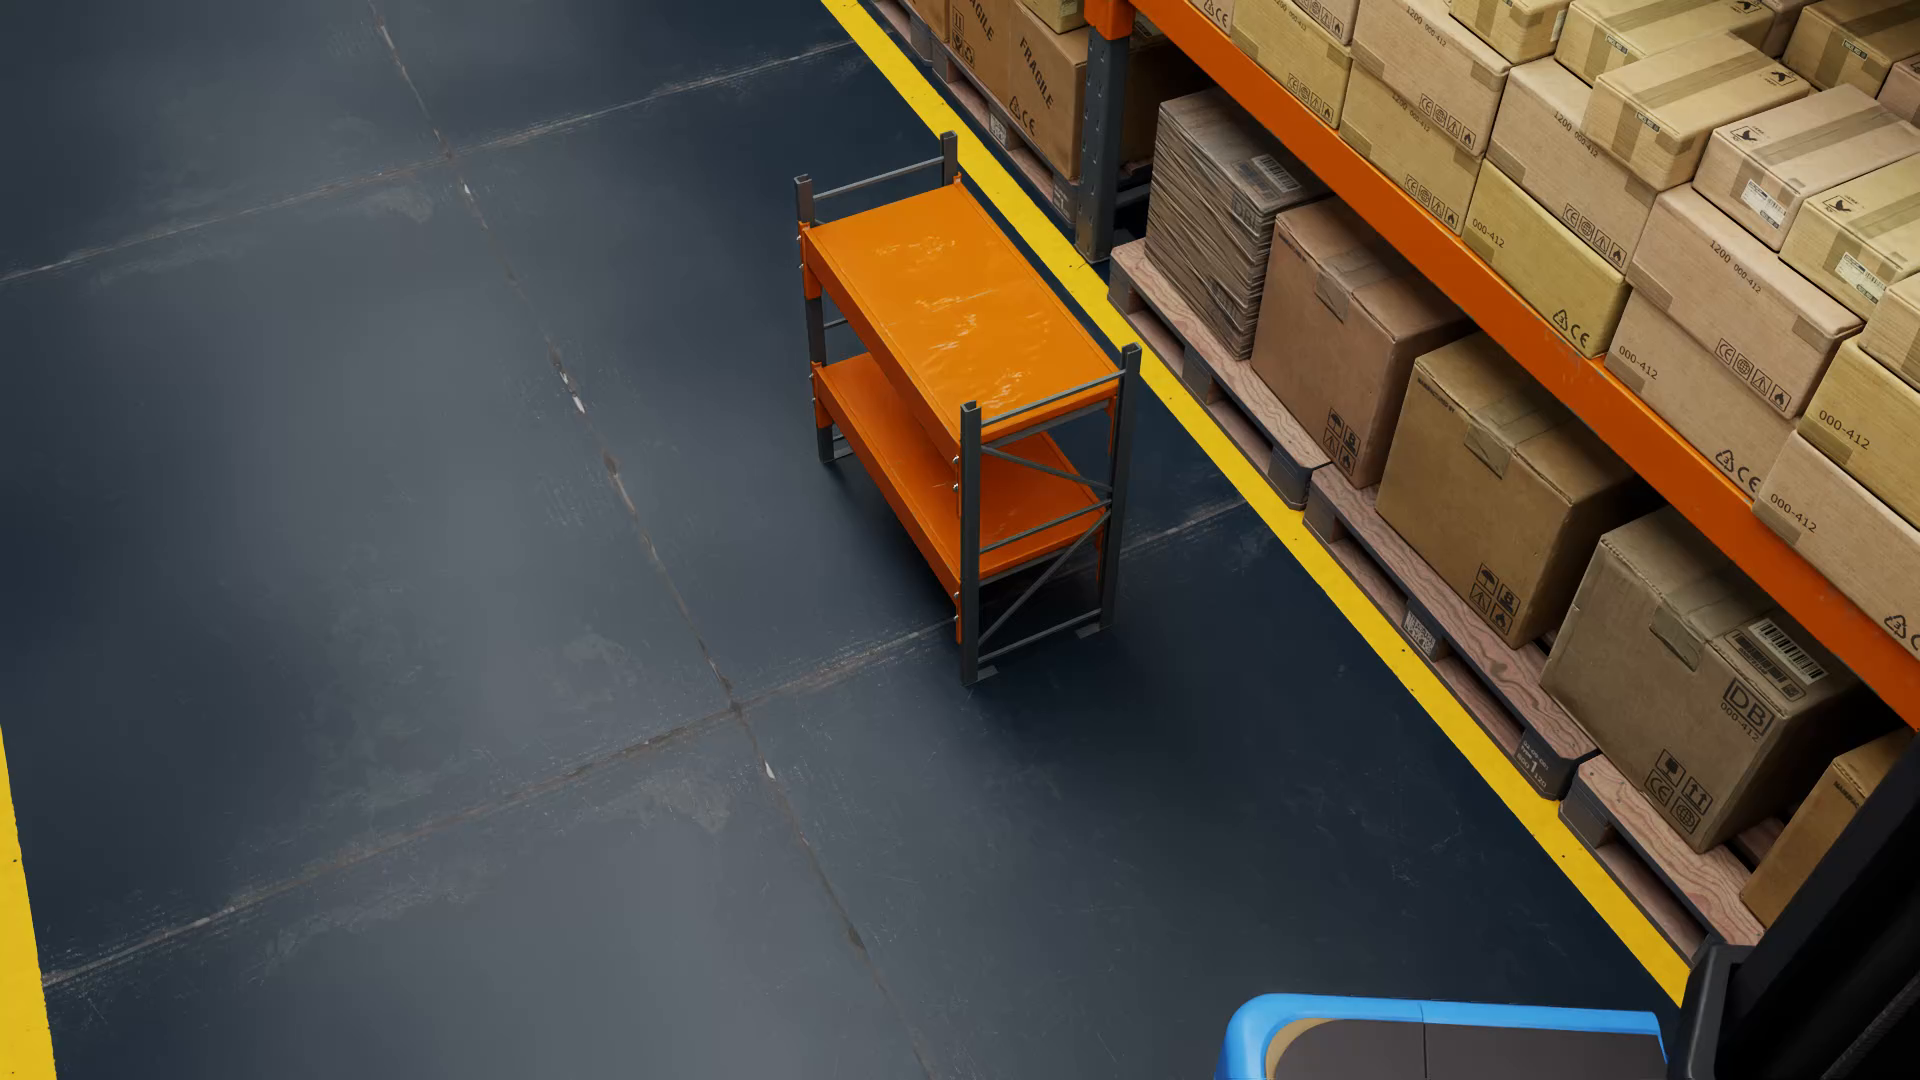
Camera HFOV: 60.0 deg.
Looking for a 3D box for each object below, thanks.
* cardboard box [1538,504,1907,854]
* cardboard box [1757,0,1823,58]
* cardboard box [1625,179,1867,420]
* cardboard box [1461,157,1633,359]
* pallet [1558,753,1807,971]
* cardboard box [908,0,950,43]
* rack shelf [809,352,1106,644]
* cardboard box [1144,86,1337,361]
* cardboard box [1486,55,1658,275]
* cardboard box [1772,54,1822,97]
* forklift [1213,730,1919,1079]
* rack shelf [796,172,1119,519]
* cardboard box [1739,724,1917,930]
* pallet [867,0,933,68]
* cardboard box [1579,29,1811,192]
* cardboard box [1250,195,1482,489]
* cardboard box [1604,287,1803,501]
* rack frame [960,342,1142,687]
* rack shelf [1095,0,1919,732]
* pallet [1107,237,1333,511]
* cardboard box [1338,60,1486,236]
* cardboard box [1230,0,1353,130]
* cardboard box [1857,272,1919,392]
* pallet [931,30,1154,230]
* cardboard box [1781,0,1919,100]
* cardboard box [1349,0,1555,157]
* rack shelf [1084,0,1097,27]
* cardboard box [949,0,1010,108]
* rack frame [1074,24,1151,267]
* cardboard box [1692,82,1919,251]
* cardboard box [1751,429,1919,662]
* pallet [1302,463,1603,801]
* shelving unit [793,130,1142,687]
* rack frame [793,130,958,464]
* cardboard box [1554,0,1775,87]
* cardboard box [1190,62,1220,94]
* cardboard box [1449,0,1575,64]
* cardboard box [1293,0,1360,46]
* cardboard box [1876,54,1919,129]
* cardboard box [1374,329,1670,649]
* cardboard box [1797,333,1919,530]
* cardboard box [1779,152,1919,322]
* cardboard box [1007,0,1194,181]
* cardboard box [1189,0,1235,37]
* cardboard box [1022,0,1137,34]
[{"bbox_3d":[2.131,0.245,4.341,0.875,0.625,0.625,-22,52,-18],"label":"cardboard box"},{"bbox_3d":[1.946,-1.286,3.884,0.380,0.149,0.250,-20,52,-17],"label":"cardboard box"},{"bbox_3d":[1.806,-0.573,3.526,0.500,0.250,0.500,-20,52,-17],"label":"cardboard box"},{"bbox_3d":[1.587,-0.749,4.012,0.500,0.250,0.500,-20,52,-16],"label":"cardboard box"},{"bbox_3d":[2.357,0.907,4.316,1.003,0.211,1.213,-21,52,-18],"label":"pallet"},{"bbox_3d":[0.052,-2.420,6.756,0.500,0.500,0.500,-19,52,-16],"label":"cardboard box"},{"bbox_3d":[-0.003,-0.214,5.015,0.538,0.278,1.000,-21,52,-18],"label":"rack shelf"},{"bbox_3d":[1.171,-1.142,5.555,0.875,0.625,0.625,-20,52,-16],"label":"cardboard box"},{"bbox_3d":[1.592,-0.917,3.827,0.500,0.250,0.500,-20,52,-17],"label":"cardboard box"},{"bbox_3d":[2.036,-1.101,3.988,0.500,0.250,0.500,-22,52,-18],"label":"cardboard box"},{"bbox_3d":[1.969,1.011,2.419,3.031,2.935,1.130,2,49,2],"label":"forklift"},{"bbox_3d":[-0.003,-0.568,4.610,0.538,0.278,1.000,-21,52,-18],"label":"rack shelf"},{"bbox_3d":[2.480,0.767,3.885,0.875,0.625,0.625,-19,52,-16],"label":"cardboard box"},{"bbox_3d":[0.036,-2.618,7.400,1.003,0.211,1.213,-21,52,-18],"label":"pallet"},{"bbox_3d":[1.573,-0.925,3.569,0.380,0.149,0.250,-22,53,-18],"label":"cardboard box"},{"bbox_3d":[1.477,-0.708,5.175,0.875,0.625,0.625,-20,52,-16],"label":"cardboard box"},{"bbox_3d":[1.830,-0.406,3.712,0.500,0.250,0.500,-21,52,-17],"label":"cardboard box"},{"bbox_3d":[0.230,-0.035,4.533,0.500,1.125,0.032,-21,52,-18],"label":"rack frame"},{"bbox_3d":[1.813,-0.633,4.289,1.077,0.370,4.000,-21,52,-18],"label":"rack shelf"},{"bbox_3d":[1.240,-0.726,5.744,1.003,0.211,1.213,-21,52,-18],"label":"pallet"},{"bbox_3d":[1.351,-1.097,4.316,0.500,0.250,0.500,-23,53,-19],"label":"cardboard box"},{"bbox_3d":[1.109,-1.439,4.616,0.500,0.250,0.500,-22,52,-18],"label":"cardboard box"},{"bbox_3d":[1.937,-0.408,3.117,0.380,0.149,0.250,-23,53,-19],"label":"cardboard box"},{"bbox_3d":[0.590,-1.803,6.687,1.003,0.211,1.213,-21,52,-18],"label":"pallet"},{"bbox_3d":[2.102,-1.123,3.742,0.380,0.149,0.250,-21,52,-17],"label":"cardboard box"},{"bbox_3d":[1.335,-1.250,4.118,0.500,0.250,0.500,-22,53,-18],"label":"cardboard box"},{"bbox_3d":[-0.017,-3.310,6.630,1.077,0.370,4.000,-21,52,-18],"label":"rack shelf"},{"bbox_3d":[0.294,-2.071,6.450,0.500,0.500,0.500,-22,52,-18],"label":"cardboard box"},{"bbox_3d":[0.898,-2.208,5.188,1.000,3.000,0.127,-21,52,-18],"label":"rack frame"},{"bbox_3d":[1.764,-0.775,3.437,0.380,0.149,0.250,-21,52,-17],"label":"cardboard box"},{"bbox_3d":[2.030,-0.063,3.412,0.500,0.250,0.500,-21,52,-18],"label":"cardboard box"},{"bbox_3d":[1.794,0.090,5.031,1.003,0.211,1.213,-21,52,-18],"label":"pallet"},{"bbox_3d":[-0.003,-0.375,4.831,0.538,1.125,1.048,-21,52,-18],"label":"shelving unit"},{"bbox_3d":[-0.236,-0.715,5.128,0.500,1.125,0.032,-21,52,-18],"label":"rack frame"},{"bbox_3d":[1.587,-1.139,3.756,0.380,0.149,0.250,-21,52,-18],"label":"cardboard box"},{"bbox_3d":[0.954,-1.902,6.302,0.500,0.500,0.500,-19,52,-16],"label":"cardboard box"},{"bbox_3d":[1.382,-1.280,3.879,0.380,0.149,0.250,-20,52,-17],"label":"cardboard box"},{"bbox_3d":[1.112,-1.607,4.430,0.500,0.250,0.500,-20,52,-16],"label":"cardboard box"},{"bbox_3d":[2.222,-0.958,3.598,0.380,0.149,0.250,-22,52,-18],"label":"cardboard box"},{"bbox_3d":[1.785,-0.257,4.781,0.875,0.625,0.625,-23,53,-19],"label":"cardboard box"},{"bbox_3d":[2.035,-0.229,3.225,0.500,0.250,0.500,-22,53,-18],"label":"cardboard box"},{"bbox_3d":[1.873,-0.605,3.289,0.380,0.149,0.250,-22,52,-18],"label":"cardboard box"},{"bbox_3d":[0.513,-1.732,6.154,0.500,0.500,0.500,-20,52,-16],"label":"cardboard box"},{"bbox_3d":[0.884,-1.778,4.912,0.500,0.250,0.500,-21,52,-17],"label":"cardboard box"},{"bbox_3d":[0.447,-1.980,5.940,0.380,0.149,0.250,-24,53,-19],"label":"cardboard box"}]
